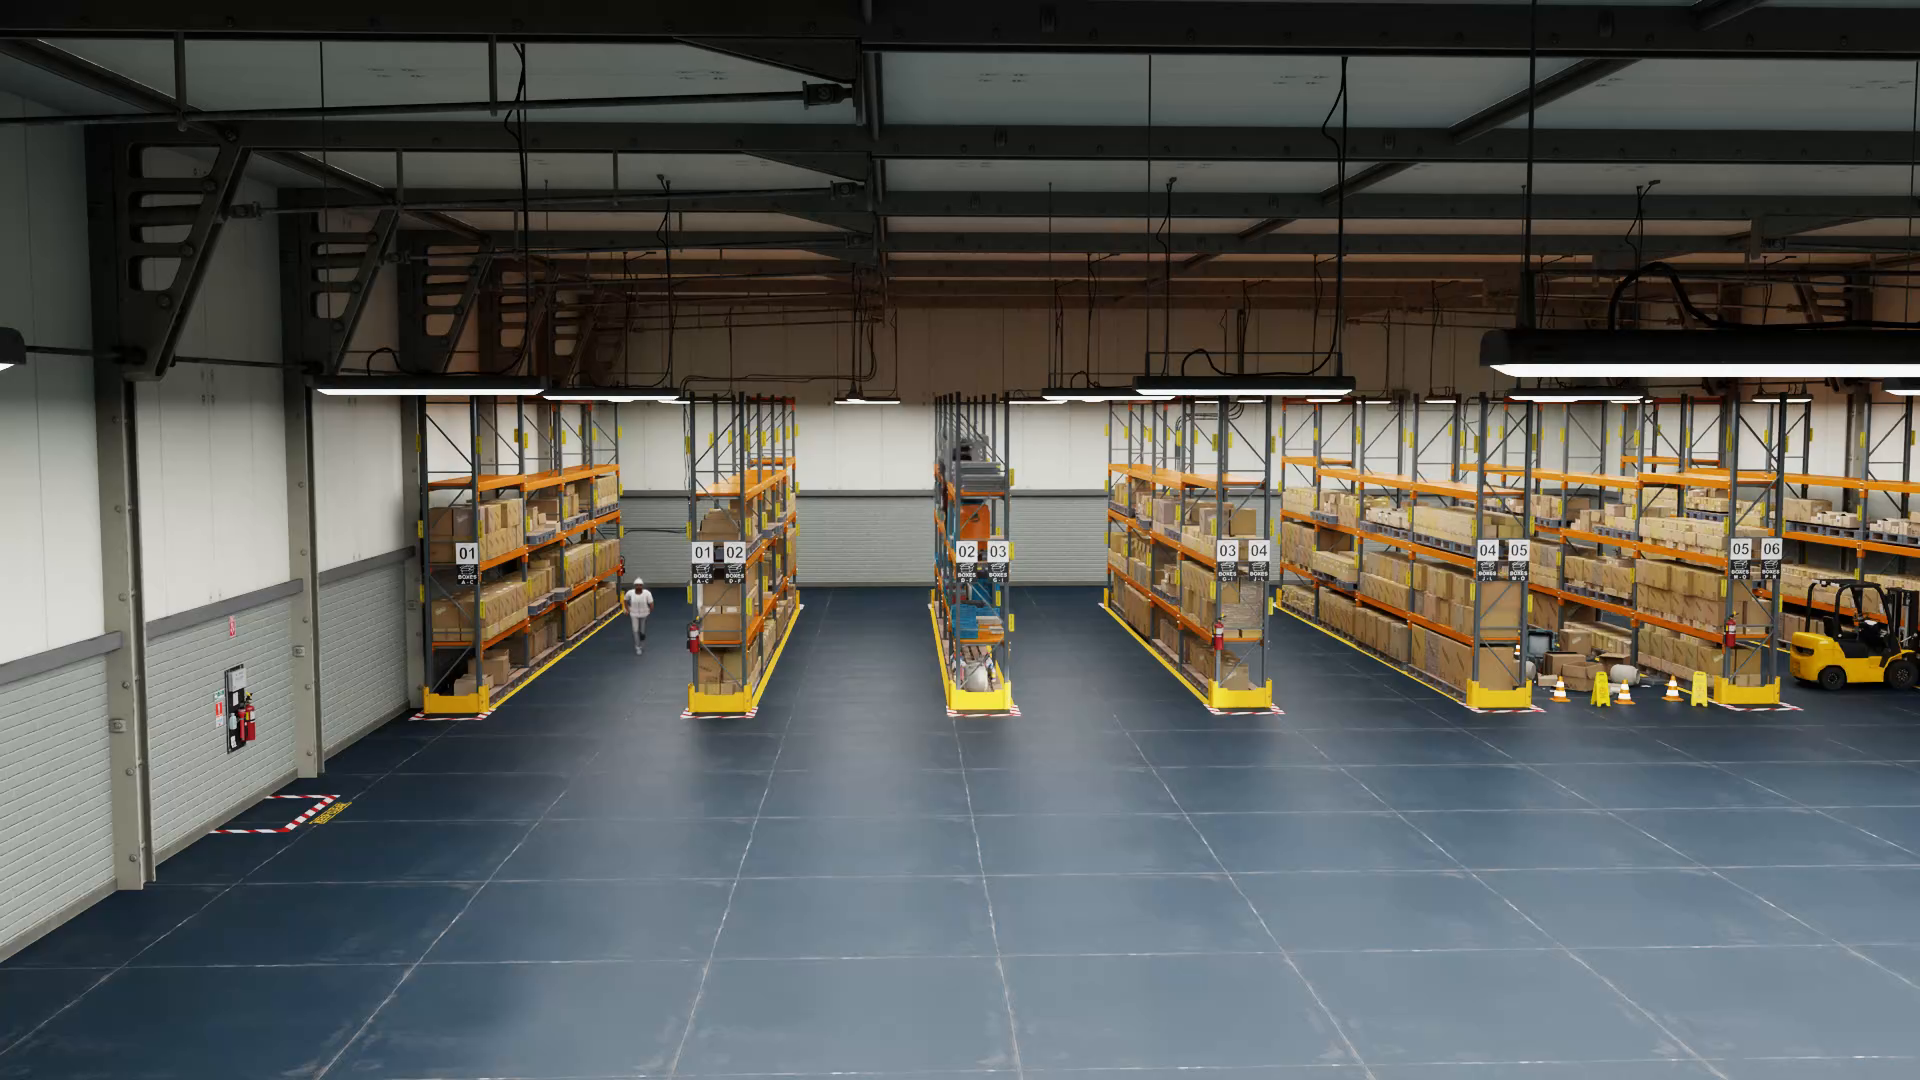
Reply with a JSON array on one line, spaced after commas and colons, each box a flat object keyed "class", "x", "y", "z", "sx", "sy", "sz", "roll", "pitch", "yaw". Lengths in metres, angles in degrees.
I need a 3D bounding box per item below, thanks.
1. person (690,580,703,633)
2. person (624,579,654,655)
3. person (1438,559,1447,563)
[{"class": "person", "x": -6.348, "y": 1.545, "z": 41.293, "sx": 0.715, "sy": 1.796, "sz": 0.973, "roll": -1, "pitch": 5, "yaw": -7}, {"class": "person", "x": -7.477, "y": 1.758, "z": 38.716, "sx": 0.679, "sy": 1.752, "sz": 0.911, "roll": -1, "pitch": 5, "yaw": -13}, {"class": "person", "x": 12.458, "y": 1.402, "z": 42.853, "sx": 0.679, "sy": 1.816, "sz": 0.796, "roll": -2, "pitch": 5, "yaw": -19}]
